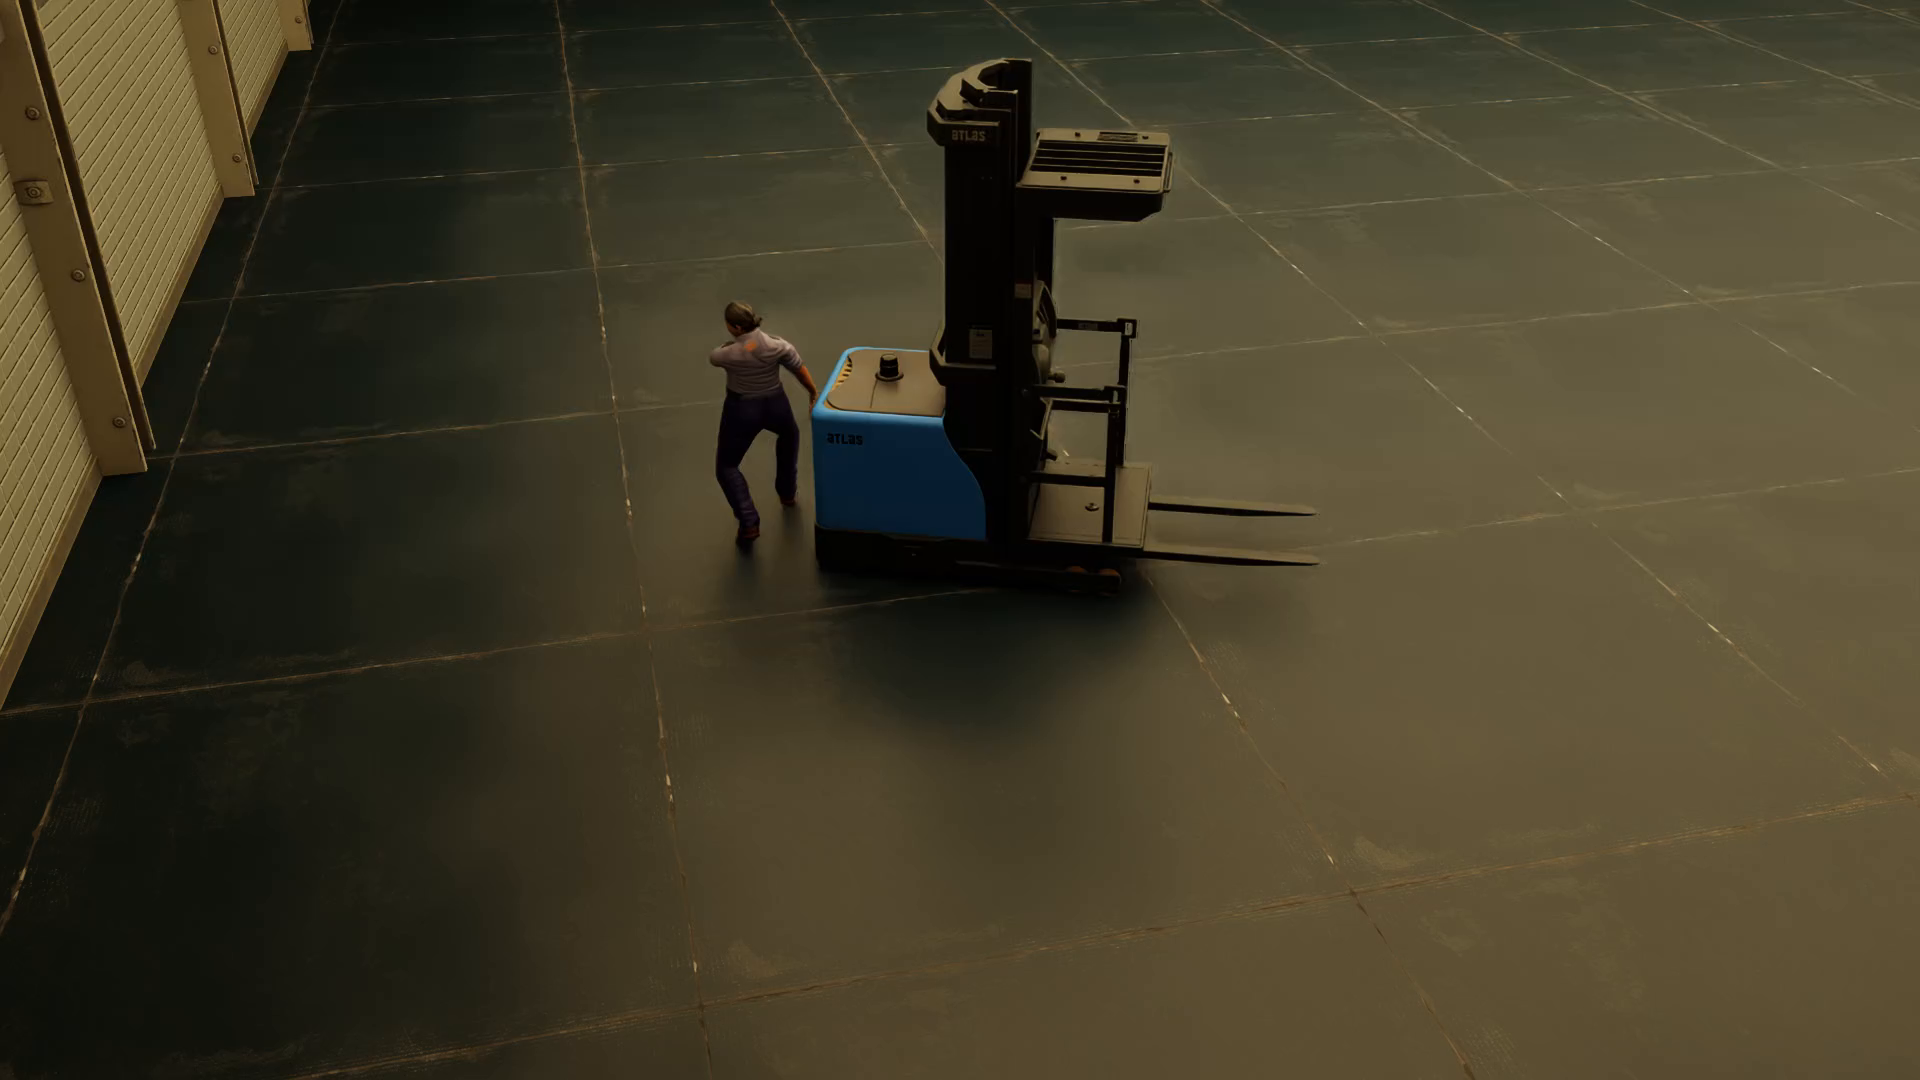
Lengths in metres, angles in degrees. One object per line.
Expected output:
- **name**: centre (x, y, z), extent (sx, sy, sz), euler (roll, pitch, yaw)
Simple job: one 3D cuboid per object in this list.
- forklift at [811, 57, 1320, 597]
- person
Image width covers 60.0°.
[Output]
- **forklift**: centre (0.677, -1.216, 9.676), extent (3.031, 2.935, 1.130), euler (4, 30, 8)
- **person**: centre (-1.231, -0.848, 10.436), extent (0.719, 1.524, 0.808), euler (-14, 33, -22)
